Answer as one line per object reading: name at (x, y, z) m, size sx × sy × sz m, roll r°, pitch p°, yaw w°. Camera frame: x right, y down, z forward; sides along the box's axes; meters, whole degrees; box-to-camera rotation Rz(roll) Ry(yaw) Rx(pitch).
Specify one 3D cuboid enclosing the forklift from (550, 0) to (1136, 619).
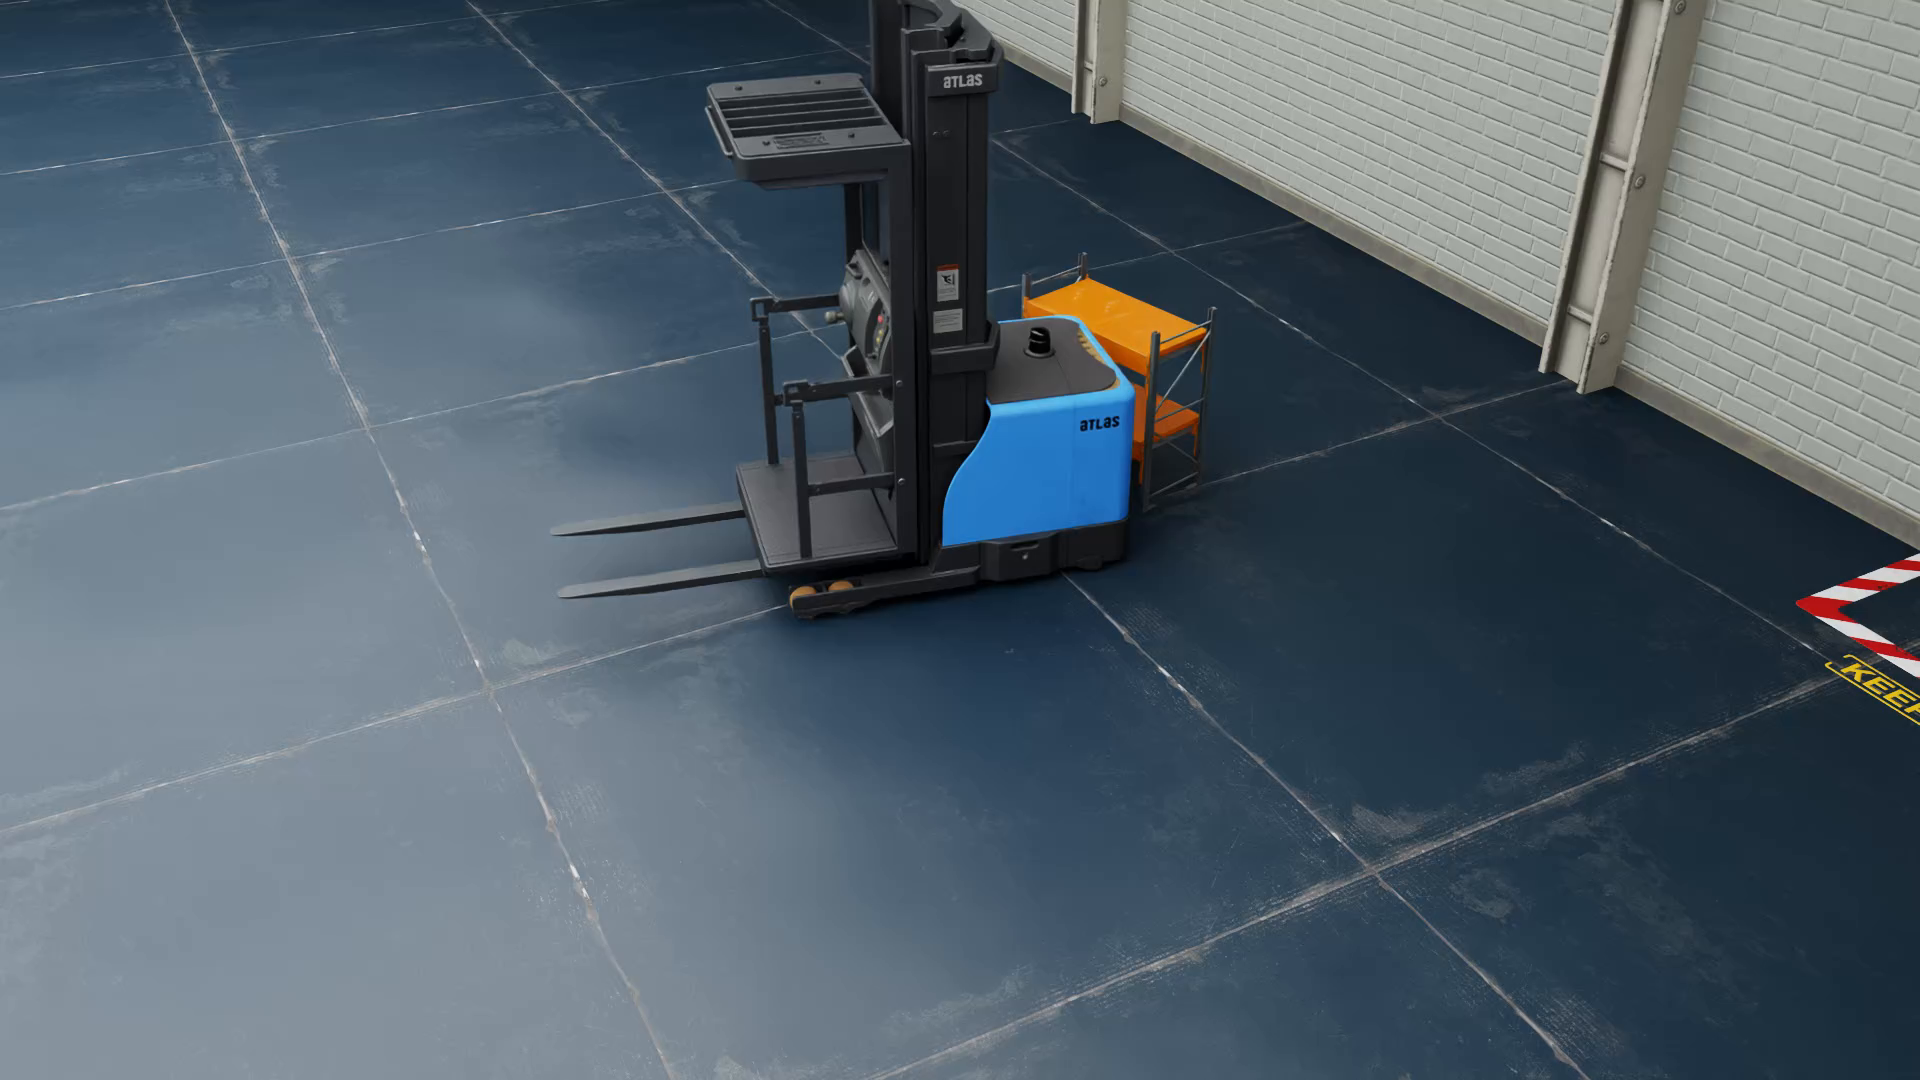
forklift at (-0.657, -1.142, 8.334) m, size 3.031 × 2.935 × 1.130 m, roll -8°, pitch 34°, yaw -13°

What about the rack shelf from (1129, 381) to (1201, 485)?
rack shelf at (0.890, -0.723, 9.808) m, size 0.538 × 0.278 × 1.000 m, roll -25°, pitch 40°, yaw -34°

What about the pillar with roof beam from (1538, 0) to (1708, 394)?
pillar with roof beam at (0.252, -3.778, 6.825) m, size 9.100 × 9.000 × 0.400 m, roll -16°, pitch 36°, yaw -23°

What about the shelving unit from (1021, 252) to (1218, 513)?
shelving unit at (0.890, -0.929, 9.676) m, size 0.538 × 1.125 × 1.048 m, roll -25°, pitch 40°, yaw -34°

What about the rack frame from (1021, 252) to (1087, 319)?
rack frame at (0.555, -1.136, 9.998) m, size 0.500 × 1.125 × 0.032 m, roll -25°, pitch 40°, yaw -34°

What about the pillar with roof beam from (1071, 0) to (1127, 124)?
pillar with roof beam at (-2.546, -6.642, 11.294) m, size 9.100 × 9.000 × 0.400 m, roll -16°, pitch 36°, yaw -23°

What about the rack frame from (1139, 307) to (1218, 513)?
rack frame at (1.225, -0.723, 9.354) m, size 0.500 × 1.125 × 0.032 m, roll -25°, pitch 40°, yaw -34°

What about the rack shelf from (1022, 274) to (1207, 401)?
rack shelf at (0.890, -1.176, 9.518) m, size 0.538 × 0.278 × 1.000 m, roll -25°, pitch 40°, yaw -34°
